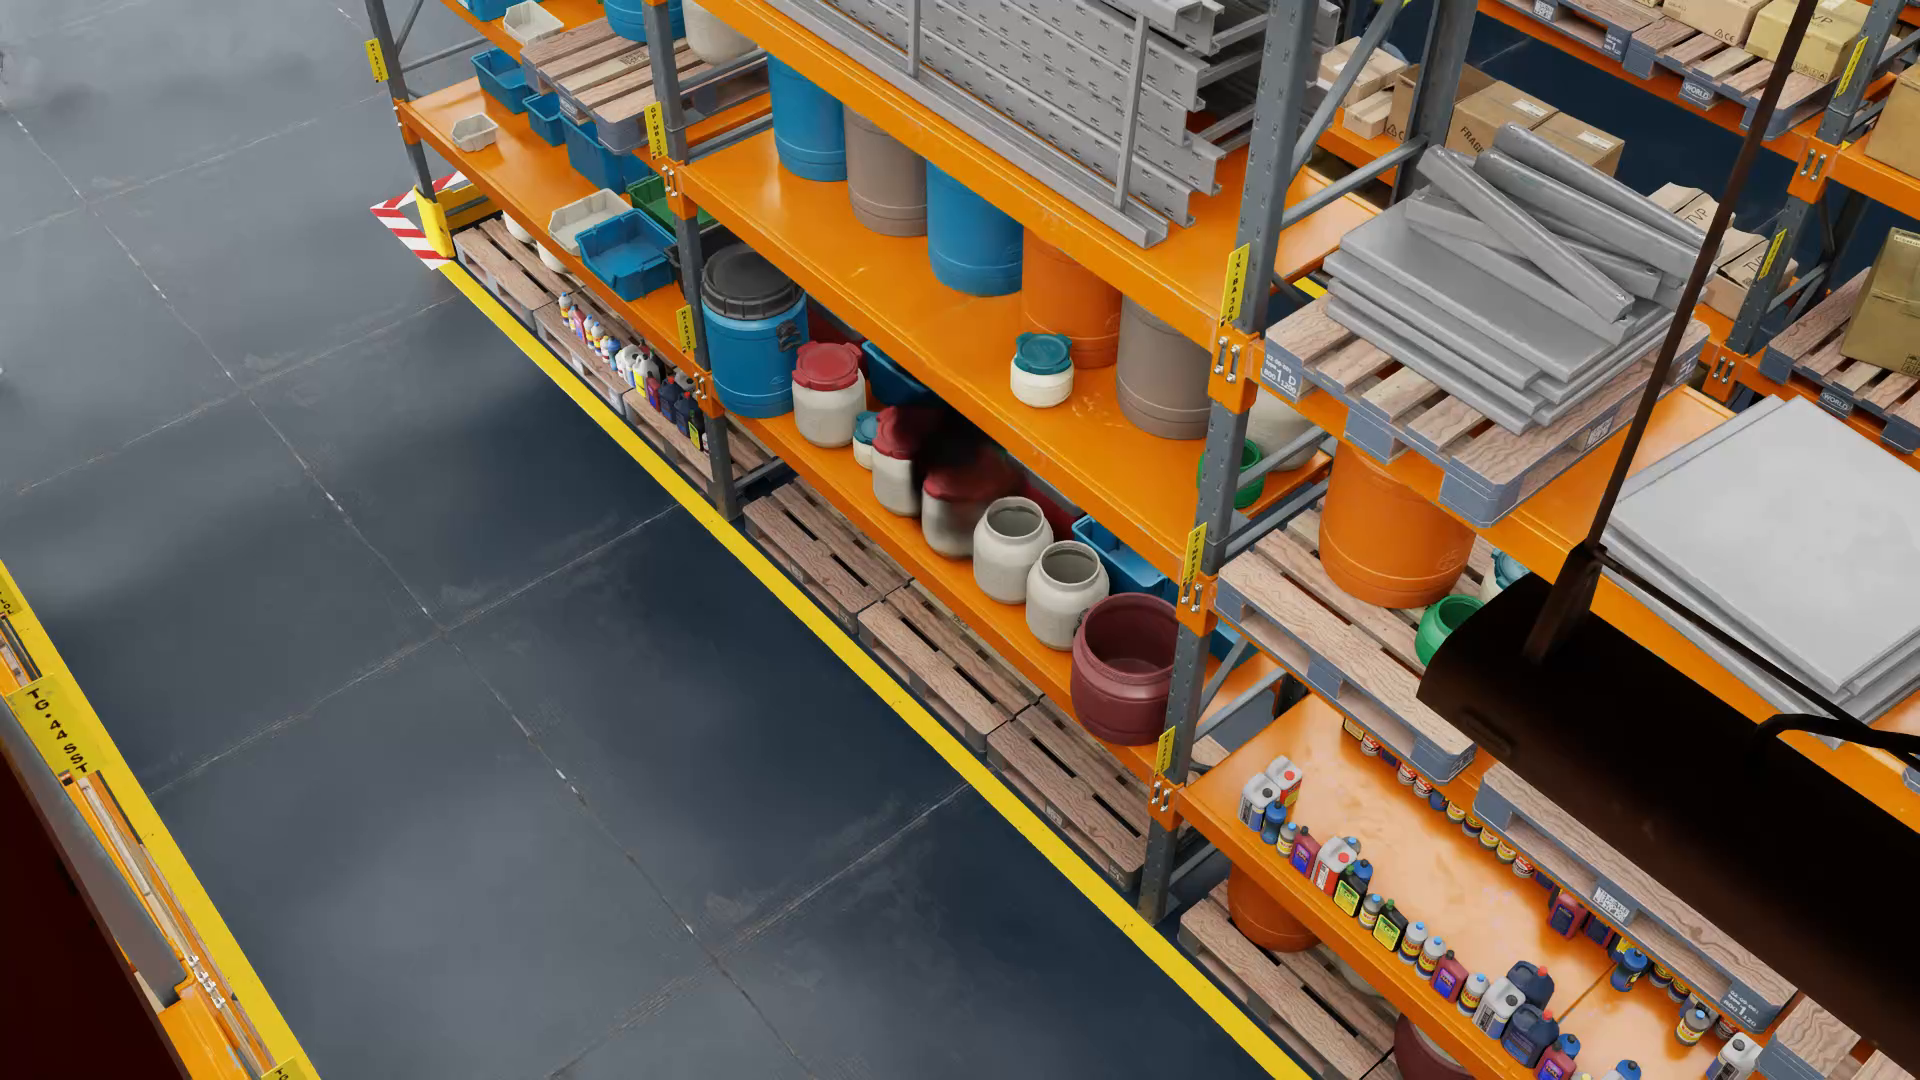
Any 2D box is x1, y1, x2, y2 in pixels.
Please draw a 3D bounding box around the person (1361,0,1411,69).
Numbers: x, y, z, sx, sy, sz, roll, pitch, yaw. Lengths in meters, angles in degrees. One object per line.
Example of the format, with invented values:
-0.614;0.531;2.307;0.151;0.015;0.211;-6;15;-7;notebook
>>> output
3.673;-4.608;14.127;0.968;1.747;0.710;35;56;29;person
